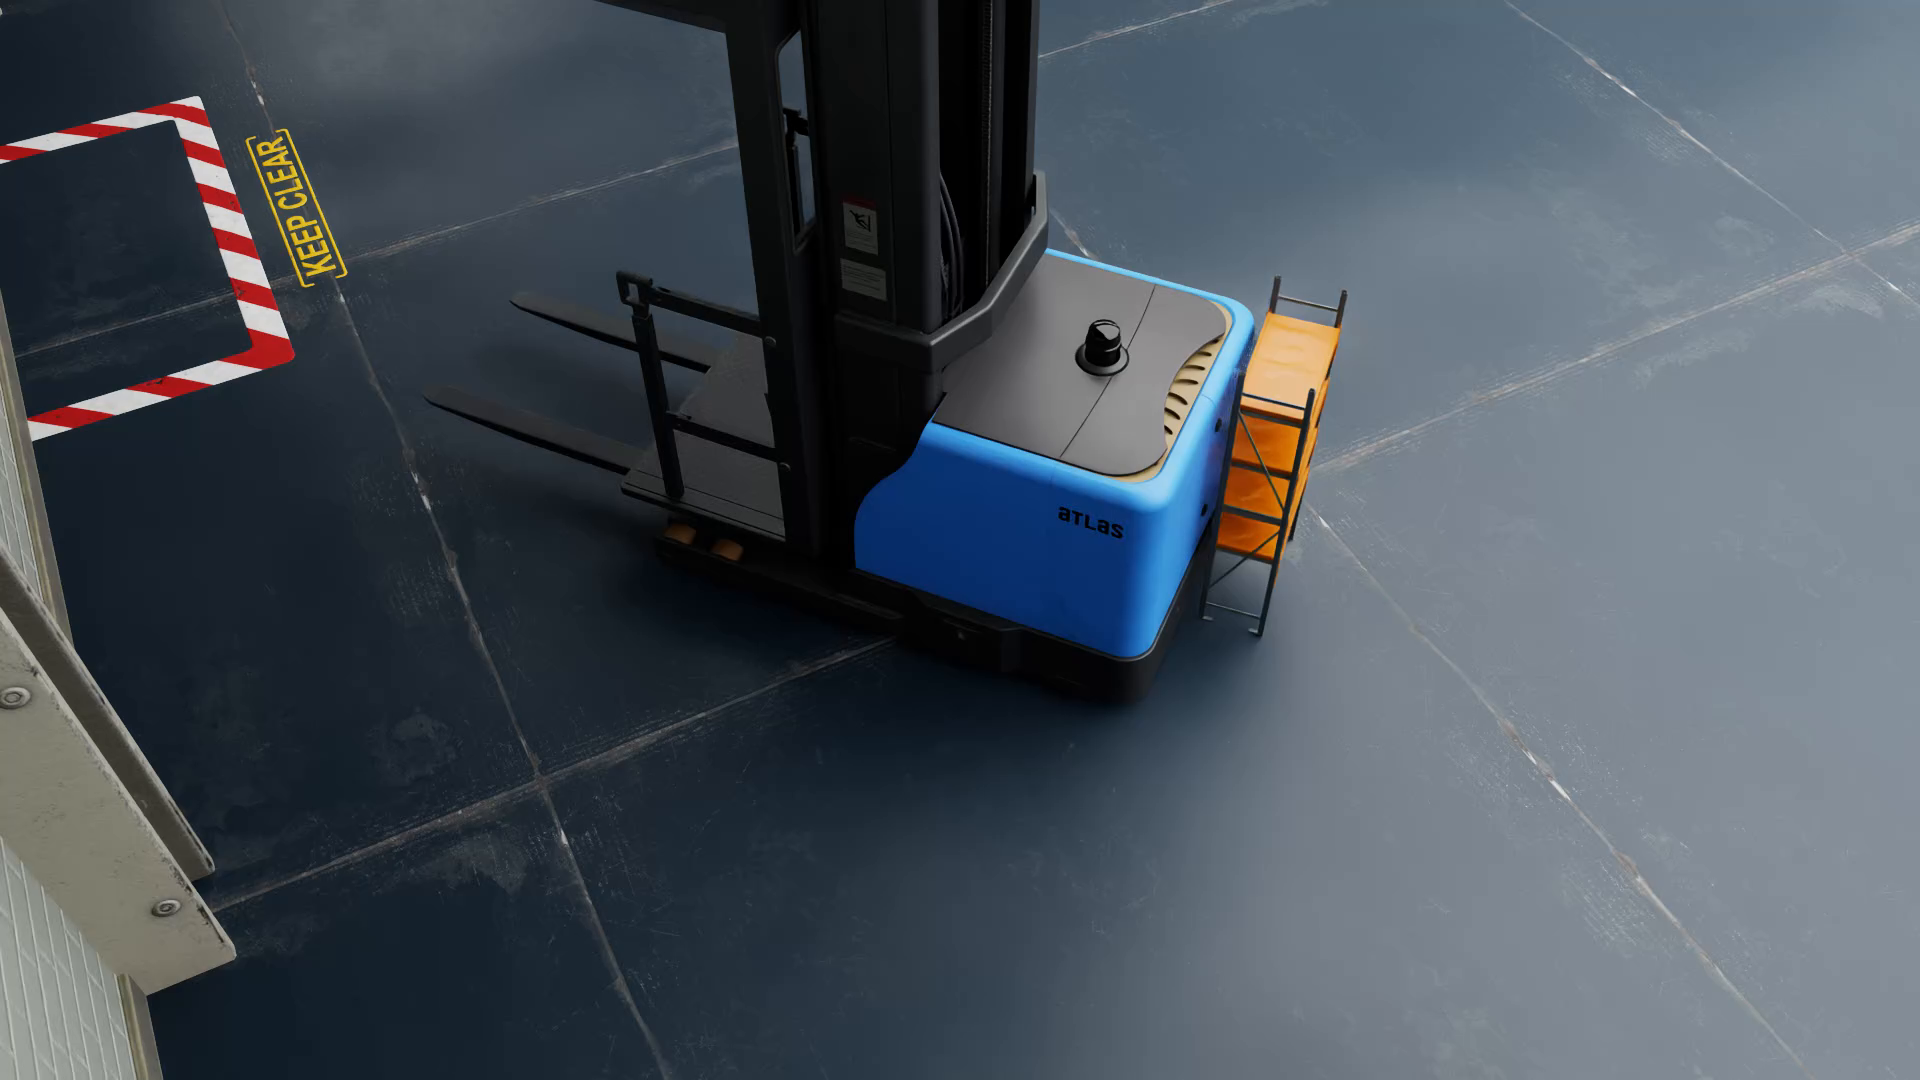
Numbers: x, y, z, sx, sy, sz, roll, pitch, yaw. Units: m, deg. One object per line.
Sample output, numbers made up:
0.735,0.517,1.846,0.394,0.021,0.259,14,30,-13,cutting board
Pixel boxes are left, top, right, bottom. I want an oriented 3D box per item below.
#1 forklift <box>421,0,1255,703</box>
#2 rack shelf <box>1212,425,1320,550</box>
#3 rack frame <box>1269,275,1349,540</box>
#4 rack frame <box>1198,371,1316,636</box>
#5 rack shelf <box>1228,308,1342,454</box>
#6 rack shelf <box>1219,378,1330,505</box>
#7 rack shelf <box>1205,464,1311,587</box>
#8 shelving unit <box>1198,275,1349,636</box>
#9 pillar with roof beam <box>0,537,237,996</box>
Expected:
-0.571,-1.153,5.311,3.031,2.935,1.130,18,51,15,forklift
1.055,-0.216,5.731,0.258,0.148,0.480,15,51,13,rack shelf
1.139,-0.433,5.831,0.240,1.200,0.015,15,51,13,rack frame
0.971,-0.088,5.529,0.240,1.200,0.015,15,51,13,rack frame
1.054,-0.519,5.385,0.258,0.148,0.480,15,51,13,rack shelf
1.055,-0.364,5.562,0.258,0.148,0.480,15,51,13,rack shelf
1.056,-0.085,5.880,0.258,0.148,0.480,15,51,13,rack shelf
1.055,-0.260,5.680,0.258,1.200,0.503,15,51,13,shelving unit
1.372,-3.237,3.103,9.100,9.000,0.400,-21,52,-18,pillar with roof beam
